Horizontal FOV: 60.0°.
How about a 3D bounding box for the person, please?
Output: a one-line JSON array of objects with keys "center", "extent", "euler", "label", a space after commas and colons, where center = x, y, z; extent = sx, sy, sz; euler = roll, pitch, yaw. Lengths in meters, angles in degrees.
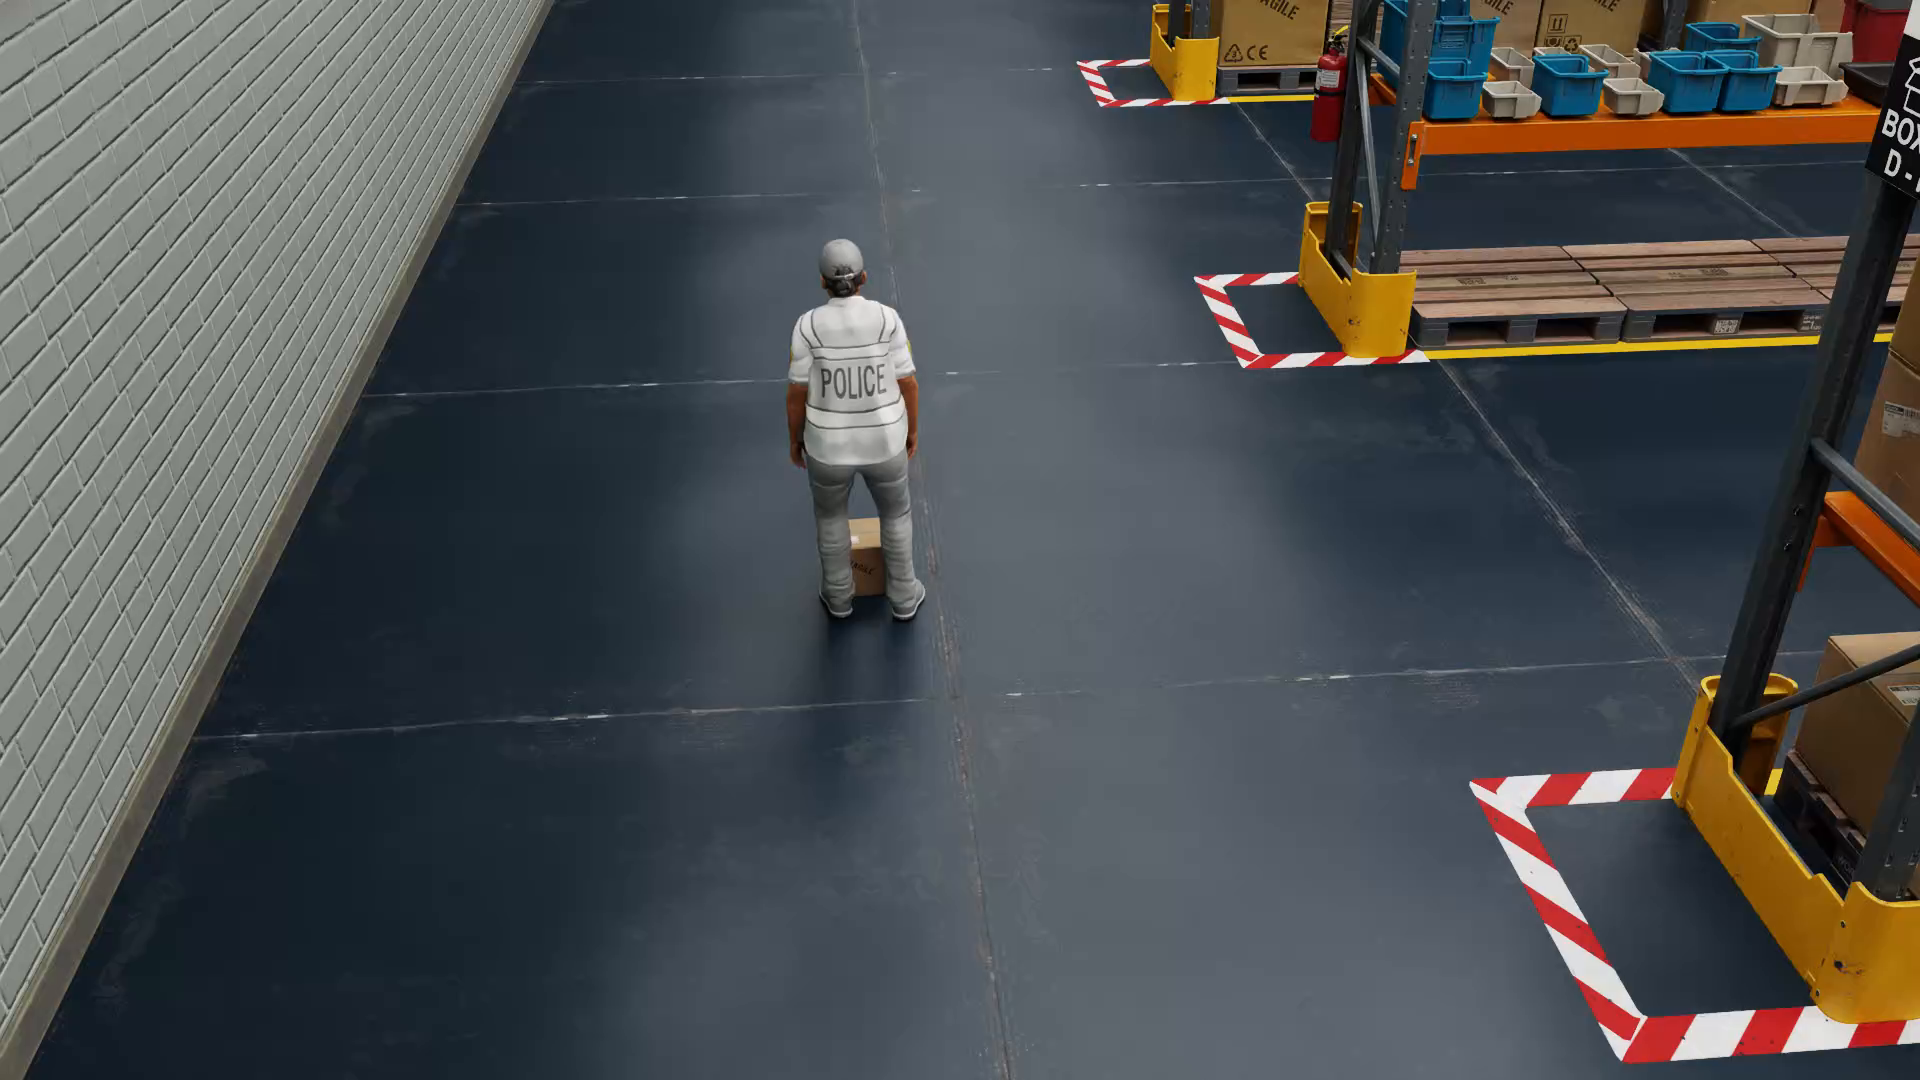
[{"center": [-0.422, -0.416, 6.811], "extent": [0.558, 1.667, 0.467], "euler": [-4, 32, -6], "label": "person"}]
